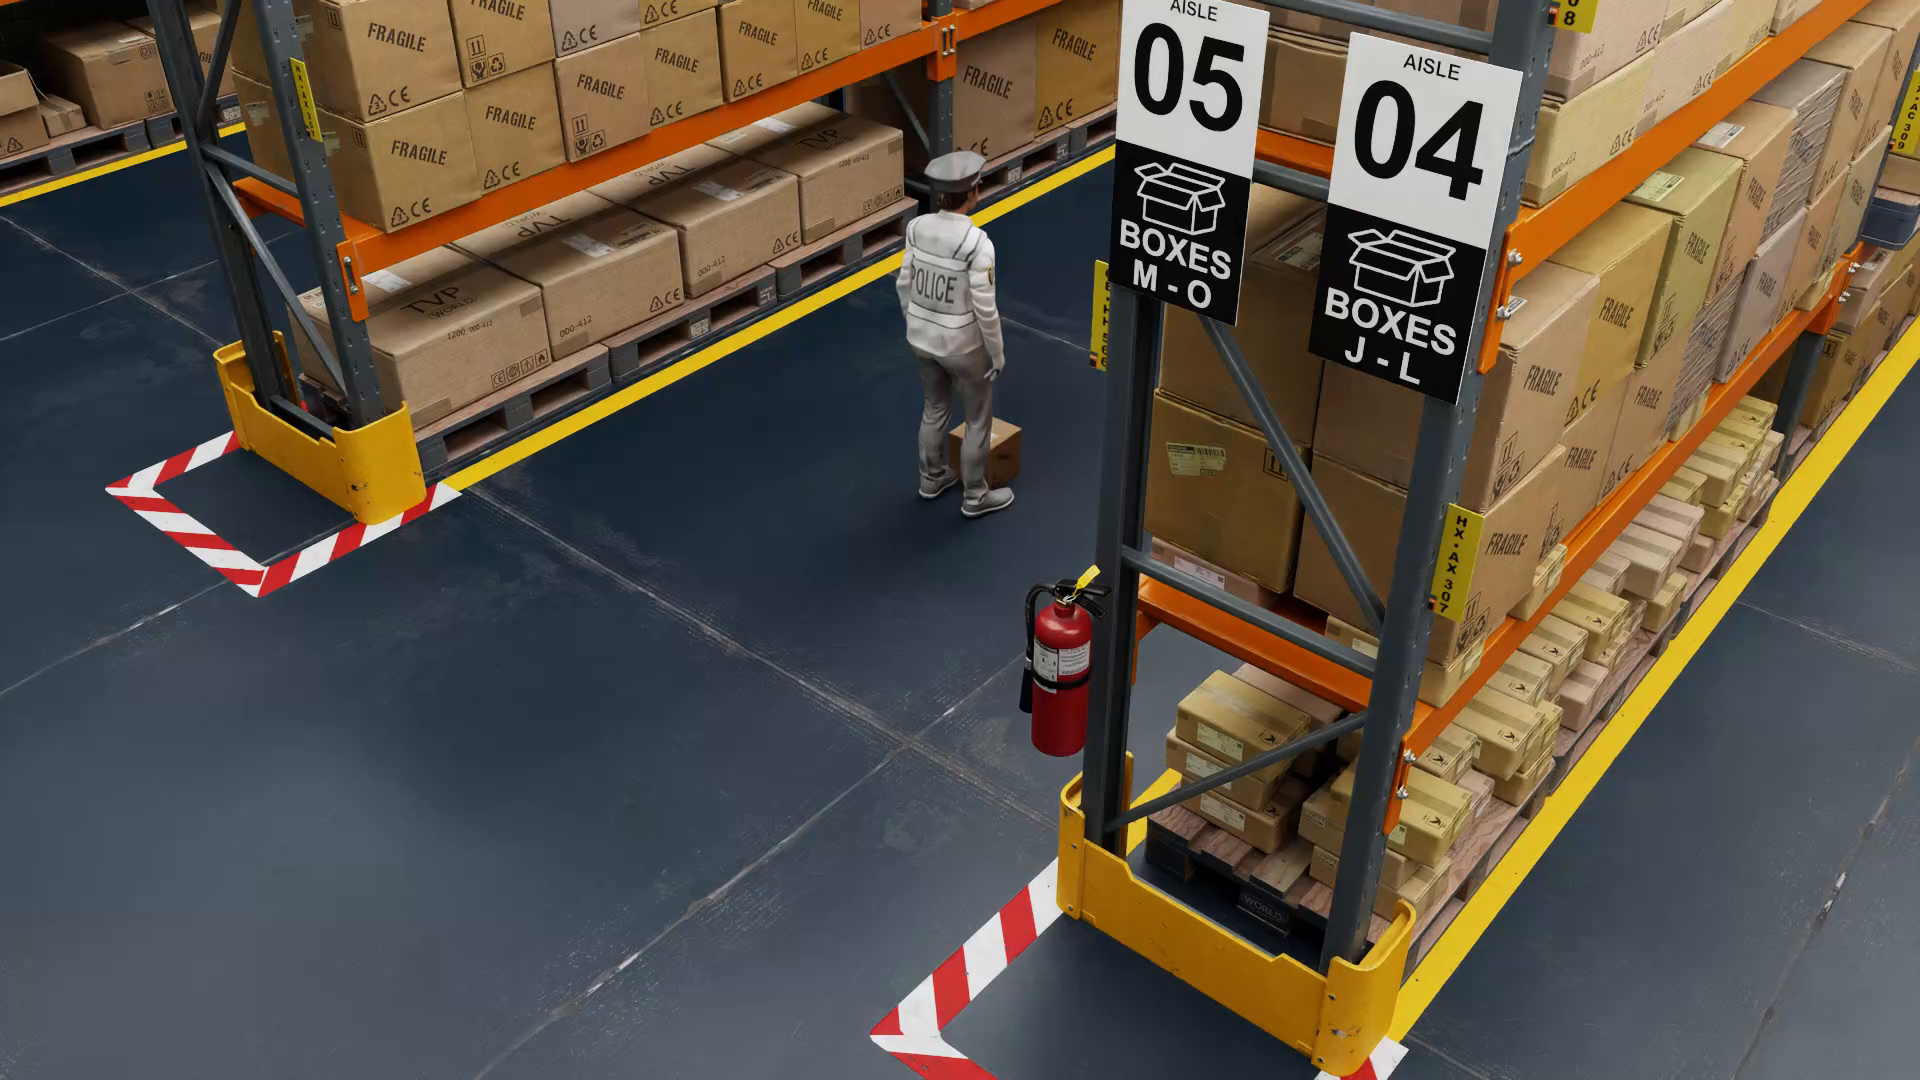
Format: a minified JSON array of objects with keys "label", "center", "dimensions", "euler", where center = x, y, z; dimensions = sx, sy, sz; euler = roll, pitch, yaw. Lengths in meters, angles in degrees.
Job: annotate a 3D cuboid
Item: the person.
[{"label":"person","center":[-0.032,-0.884,7.396],"dimensions":[0.527,1.661,0.375],"euler":[24,42,30]}]
